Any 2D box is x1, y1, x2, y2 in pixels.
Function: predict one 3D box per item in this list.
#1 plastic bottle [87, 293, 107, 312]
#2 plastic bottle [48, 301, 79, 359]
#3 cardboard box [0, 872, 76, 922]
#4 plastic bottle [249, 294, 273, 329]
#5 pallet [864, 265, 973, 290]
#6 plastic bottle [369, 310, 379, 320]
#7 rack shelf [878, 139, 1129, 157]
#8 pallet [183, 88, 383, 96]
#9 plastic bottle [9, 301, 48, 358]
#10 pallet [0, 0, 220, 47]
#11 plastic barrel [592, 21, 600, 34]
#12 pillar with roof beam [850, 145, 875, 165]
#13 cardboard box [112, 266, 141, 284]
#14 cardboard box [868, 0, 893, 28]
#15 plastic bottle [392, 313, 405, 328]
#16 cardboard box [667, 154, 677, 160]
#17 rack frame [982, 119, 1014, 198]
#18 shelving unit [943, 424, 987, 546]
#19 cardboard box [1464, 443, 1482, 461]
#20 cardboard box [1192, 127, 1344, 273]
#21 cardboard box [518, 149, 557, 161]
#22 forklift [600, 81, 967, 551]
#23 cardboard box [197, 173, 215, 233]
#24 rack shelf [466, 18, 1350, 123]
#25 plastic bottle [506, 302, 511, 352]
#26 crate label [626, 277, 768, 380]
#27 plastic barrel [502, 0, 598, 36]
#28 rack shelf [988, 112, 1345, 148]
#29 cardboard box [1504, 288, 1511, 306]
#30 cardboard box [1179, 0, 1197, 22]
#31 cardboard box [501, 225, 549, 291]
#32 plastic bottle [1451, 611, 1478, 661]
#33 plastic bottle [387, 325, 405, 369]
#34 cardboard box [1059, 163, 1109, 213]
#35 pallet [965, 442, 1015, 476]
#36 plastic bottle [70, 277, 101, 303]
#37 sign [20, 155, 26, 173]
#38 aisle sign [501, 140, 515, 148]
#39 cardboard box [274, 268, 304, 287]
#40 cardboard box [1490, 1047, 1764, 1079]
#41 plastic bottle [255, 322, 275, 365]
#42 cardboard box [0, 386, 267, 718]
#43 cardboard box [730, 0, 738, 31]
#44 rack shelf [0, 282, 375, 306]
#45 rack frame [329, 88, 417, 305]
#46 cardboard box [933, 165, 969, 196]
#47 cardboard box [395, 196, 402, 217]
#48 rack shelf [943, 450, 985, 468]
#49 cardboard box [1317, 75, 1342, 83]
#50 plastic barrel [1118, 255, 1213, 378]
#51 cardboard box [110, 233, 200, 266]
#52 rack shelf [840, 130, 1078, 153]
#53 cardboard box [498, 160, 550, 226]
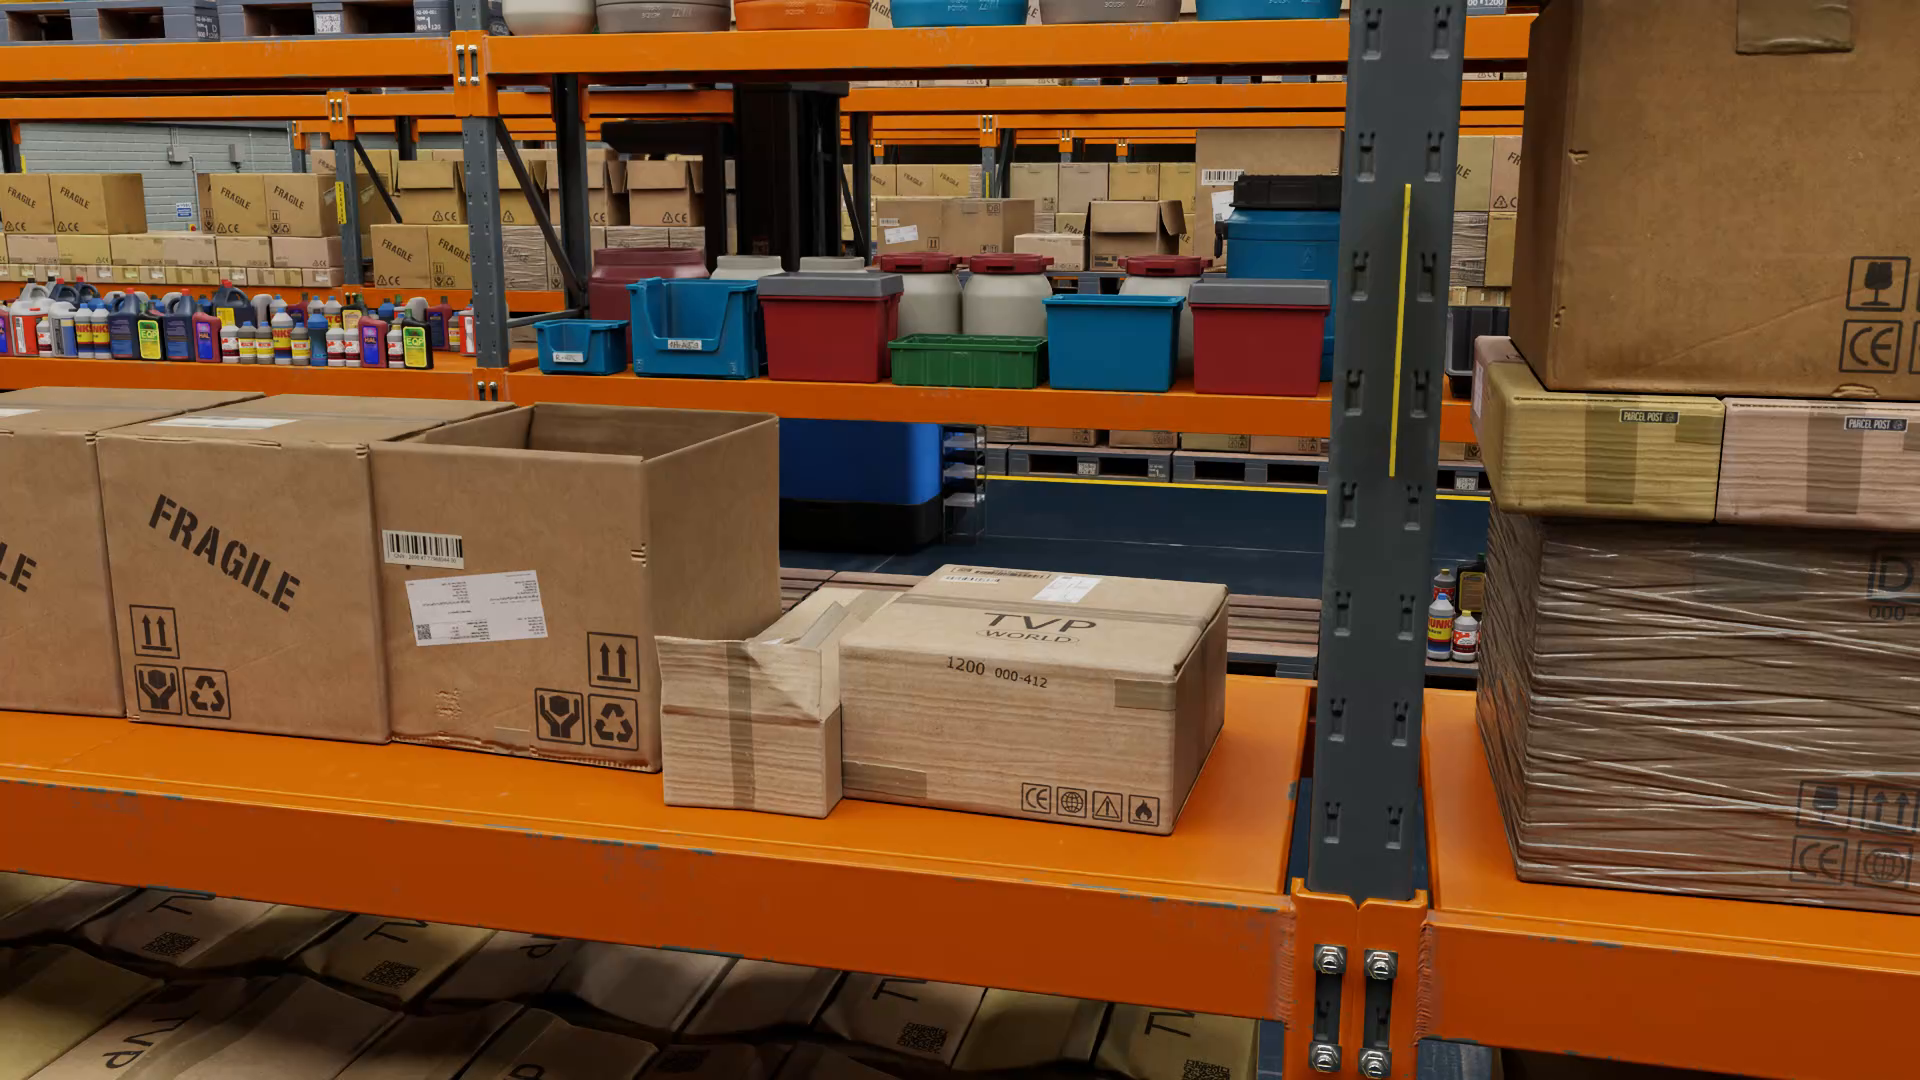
[{"bbox_3d":[-4.663,-1.196,8.995,0.097,0.271,0.097,0,13,0],"label":"plastic bottle"},{"bbox_3d":[-4.473,-1.059,8.367,0.135,0.276,0.152,3,13,14],"label":"plastic bottle"},{"bbox_3d":[-2.188,0.830,3.651,0.500,0.311,0.500,3,13,13],"label":"cardboard box"},{"bbox_3d":[-3.761,-1.178,8.903,0.135,0.276,0.152,3,13,14],"label":"plastic bottle"},{"bbox_3d":[-0.168,-2.009,12.807,1.003,0.211,1.213,3,13,14],"label":"pallet"},{"bbox_3d":[-3.099,-1.112,8.779,0.097,0.201,0.097,0,13,0],"label":"plastic bottle"},{"bbox_3d":[0.733,-6.462,27.172,4.000,0.370,1.077,3,13,14],"label":"rack shelf"},{"bbox_3d":[-5.560,-3.791,13.674,1.213,0.211,1.003,3,13,14],"label":"pallet"},{"bbox_3d":[-4.698,-1.071,8.421,0.135,0.276,0.152,3,13,14],"label":"plastic bottle"},{"bbox_3d":[-4.069,-2.577,8.436,1.213,0.211,1.003,3,13,14],"label":"pallet"},{"bbox_3d":[-1.820,-2.462,7.840,0.294,0.245,0.294,0,13,0],"label":"plastic barrel"},{"bbox_3d":[-2.700,-7.702,24.173,0.400,9.000,9.100,3,13,14],"label":"pillar with roof beam"},{"bbox_3d":[-6.893,-2.243,13.996,0.250,0.149,0.380,3,13,12],"label":"cardboard box"},{"bbox_3d":[-0.490,-3.796,12.109,0.500,0.500,0.500,3,13,14],"label":"cardboard box"},{"bbox_3d":[-2.875,-1.066,8.572,0.097,0.201,0.097,0,13,0],"label":"plastic bottle"},{"bbox_3d":[-3.995,-5.291,23.121,0.250,0.149,0.380,3,13,12],"label":"cardboard box"},{"bbox_3d":[0.402,-3.155,17.530,0.127,3.000,1.000,3,13,14],"label":"rack frame"},{"bbox_3d":[0.029,-0.436,10.122,0.210,0.900,0.258,4,13,15],"label":"shelving unit"},{"bbox_3d":[3.935,-0.837,11.884,0.500,0.500,0.500,8,15,31],"label":"cardboard box"},{"bbox_3d":[2.261,-2.478,12.125,1.000,1.000,1.000,3,13,14],"label":"cardboard box"},{"bbox_3d":[-4.506,-4.038,18.284,0.500,0.500,0.500,3,13,12],"label":"cardboard box"},{"bbox_3d":[-1.533,-1.525,10.342,3.031,2.935,1.130,4,13,16],"label":"forklift"},{"bbox_3d":[-6.155,-2.895,14.285,0.500,0.500,0.500,3,13,12],"label":"cardboard box"},{"bbox_3d":[-0.130,-2.085,7.443,4.000,0.370,1.077,3,13,14],"label":"rack shelf"},{"bbox_3d":[-2.414,-1.106,8.579,0.135,0.276,0.152,3,13,14],"label":"plastic bottle"},{"bbox_3d":[-1.172,-0.985,7.665,0.616,0.435,0.502,3,13,14],"label":"crate label"},{"bbox_3d":[-1.844,-2.514,7.458,0.421,0.512,0.421,0,13,0],"label":"plastic barrel"},{"bbox_3d":[2.343,-4.165,16.815,4.000,0.370,1.077,3,13,14],"label":"rack shelf"},{"bbox_3d":[3.869,-1.679,11.456,0.250,0.149,0.380,3,13,14],"label":"cardboard box"},{"bbox_3d":[1.651,-3.724,11.958,0.637,0.503,0.797,4,13,16],"label":"cardboard box"},{"bbox_3d":[-3.408,-2.245,13.198,0.500,0.500,0.500,3,13,12],"label":"cardboard box"},{"bbox_3d":[2.115,0.397,6.964,0.097,0.201,0.097,0,13,0],"label":"plastic bottle"},{"bbox_3d":[-2.674,-0.920,7.914,0.097,0.201,0.097,0,13,0],"label":"plastic bottle"},{"bbox_3d":[1.326,-3.641,17.179,0.500,0.500,0.700,3,13,13],"label":"cardboard box"},{"bbox_3d":[-0.127,-0.715,12.970,1.213,0.211,1.003,3,13,14],"label":"pallet"},{"bbox_3d":[-4.805,-1.271,9.151,0.185,0.351,0.144,3,13,14],"label":"plastic bottle"},{"bbox_3d":[-8.508,-3.327,15.083,0.005,0.325,0.100,3,13,14],"label":"sign"},{"bbox_3d":[-6.417,-5.828,23.577,0.004,0.787,0.394,3,13,14],"label":"aisle sign"},{"bbox_3d":[-5.393,-2.163,13.636,0.250,0.149,0.380,3,13,15],"label":"cardboard box"},{"bbox_3d":[0.997,1.034,2.294,0.500,0.500,0.500,3,13,14],"label":"cardboard box"},{"bbox_3d":[-3.371,-0.957,8.082,0.097,0.201,0.097,0,13,0],"label":"plastic bottle"},{"bbox_3d":[-1.629,0.000,3.076,0.500,0.500,0.500,2,13,10],"label":"cardboard box"},{"bbox_3d":[-1.494,-3.854,12.545,0.637,0.503,0.797,4,13,17],"label":"cardboard box"},{"bbox_3d":[-6.710,-2.078,14.334,4.000,0.370,1.077,3,13,14],"label":"rack shelf"},{"bbox_3d":[-4.768,-2.325,13.788,0.127,3.000,1.000,3,13,14],"label":"rack frame"},{"bbox_3d":[-0.056,-4.762,22.234,0.500,0.500,0.500,3,13,14],"label":"cardboard box"},{"bbox_3d":[-5.997,-3.633,18.764,0.500,0.500,0.500,3,13,14],"label":"cardboard box"},{"bbox_3d":[0.029,-0.491,10.110,0.200,0.077,0.258,4,13,15],"label":"rack shelf"},{"bbox_3d":[3.561,-4.596,16.243,0.500,0.250,0.500,3,13,14],"label":"cardboard box"},{"bbox_3d":[0.936,-1.030,7.639,0.433,0.535,0.433,0,13,0],"label":"plastic barrel"},{"bbox_3d":[-6.750,-2.445,13.986,0.500,0.250,0.500,3,13,12],"label":"cardboard box"},{"bbox_3d":[-0.452,-5.418,22.466,4.000,0.370,1.077,3,13,14],"label":"rack shelf"},{"bbox_3d":[-3.483,-2.794,13.355,0.637,0.503,0.797,3,13,14],"label":"cardboard box"}]
